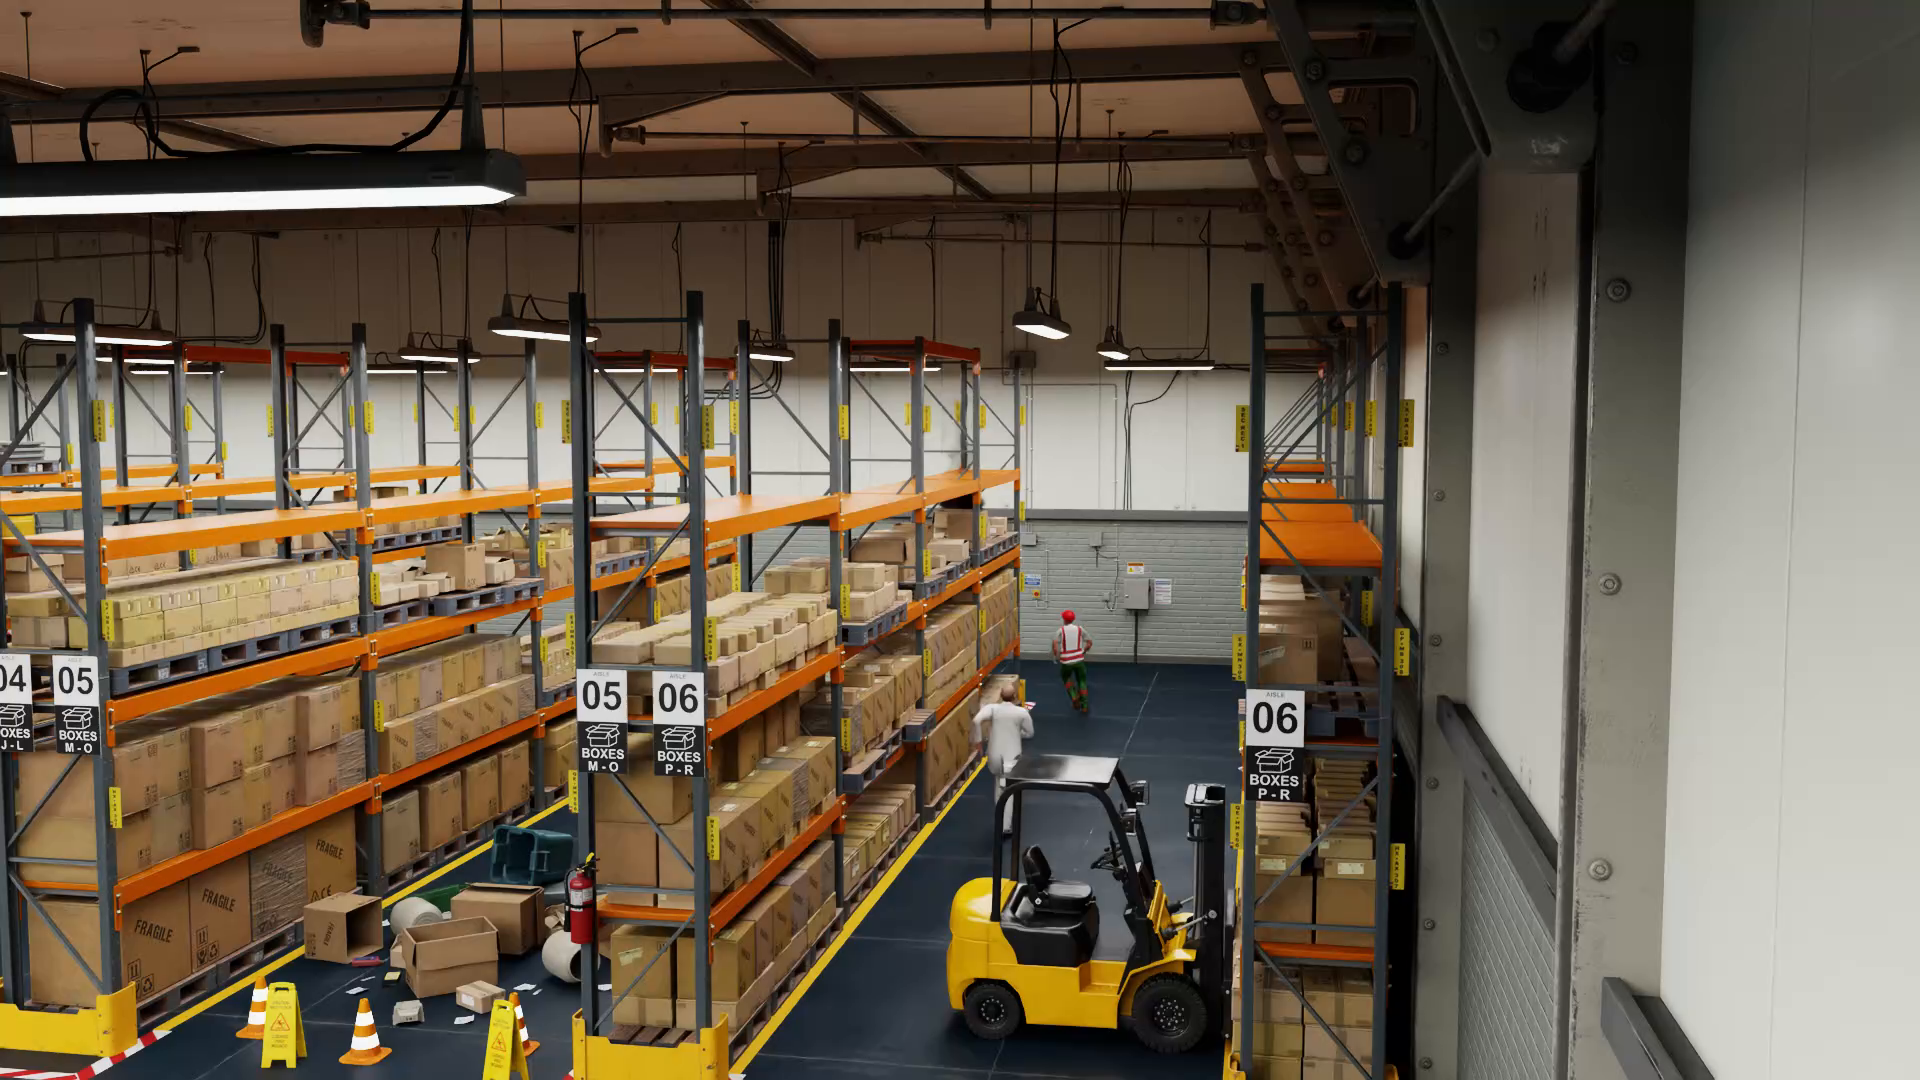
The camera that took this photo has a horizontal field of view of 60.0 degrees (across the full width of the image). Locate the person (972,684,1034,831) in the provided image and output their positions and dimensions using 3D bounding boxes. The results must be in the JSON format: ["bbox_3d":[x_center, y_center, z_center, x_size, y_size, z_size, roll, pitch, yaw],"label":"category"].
[{"bbox_3d":[0.527,2.653,20.239,0.725,1.798,0.950,1,5,13],"label":"person"}]

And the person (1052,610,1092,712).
[{"bbox_3d":[1.870,2.026,28.139,0.719,1.722,0.584,-1,5,-7],"label":"person"}]
